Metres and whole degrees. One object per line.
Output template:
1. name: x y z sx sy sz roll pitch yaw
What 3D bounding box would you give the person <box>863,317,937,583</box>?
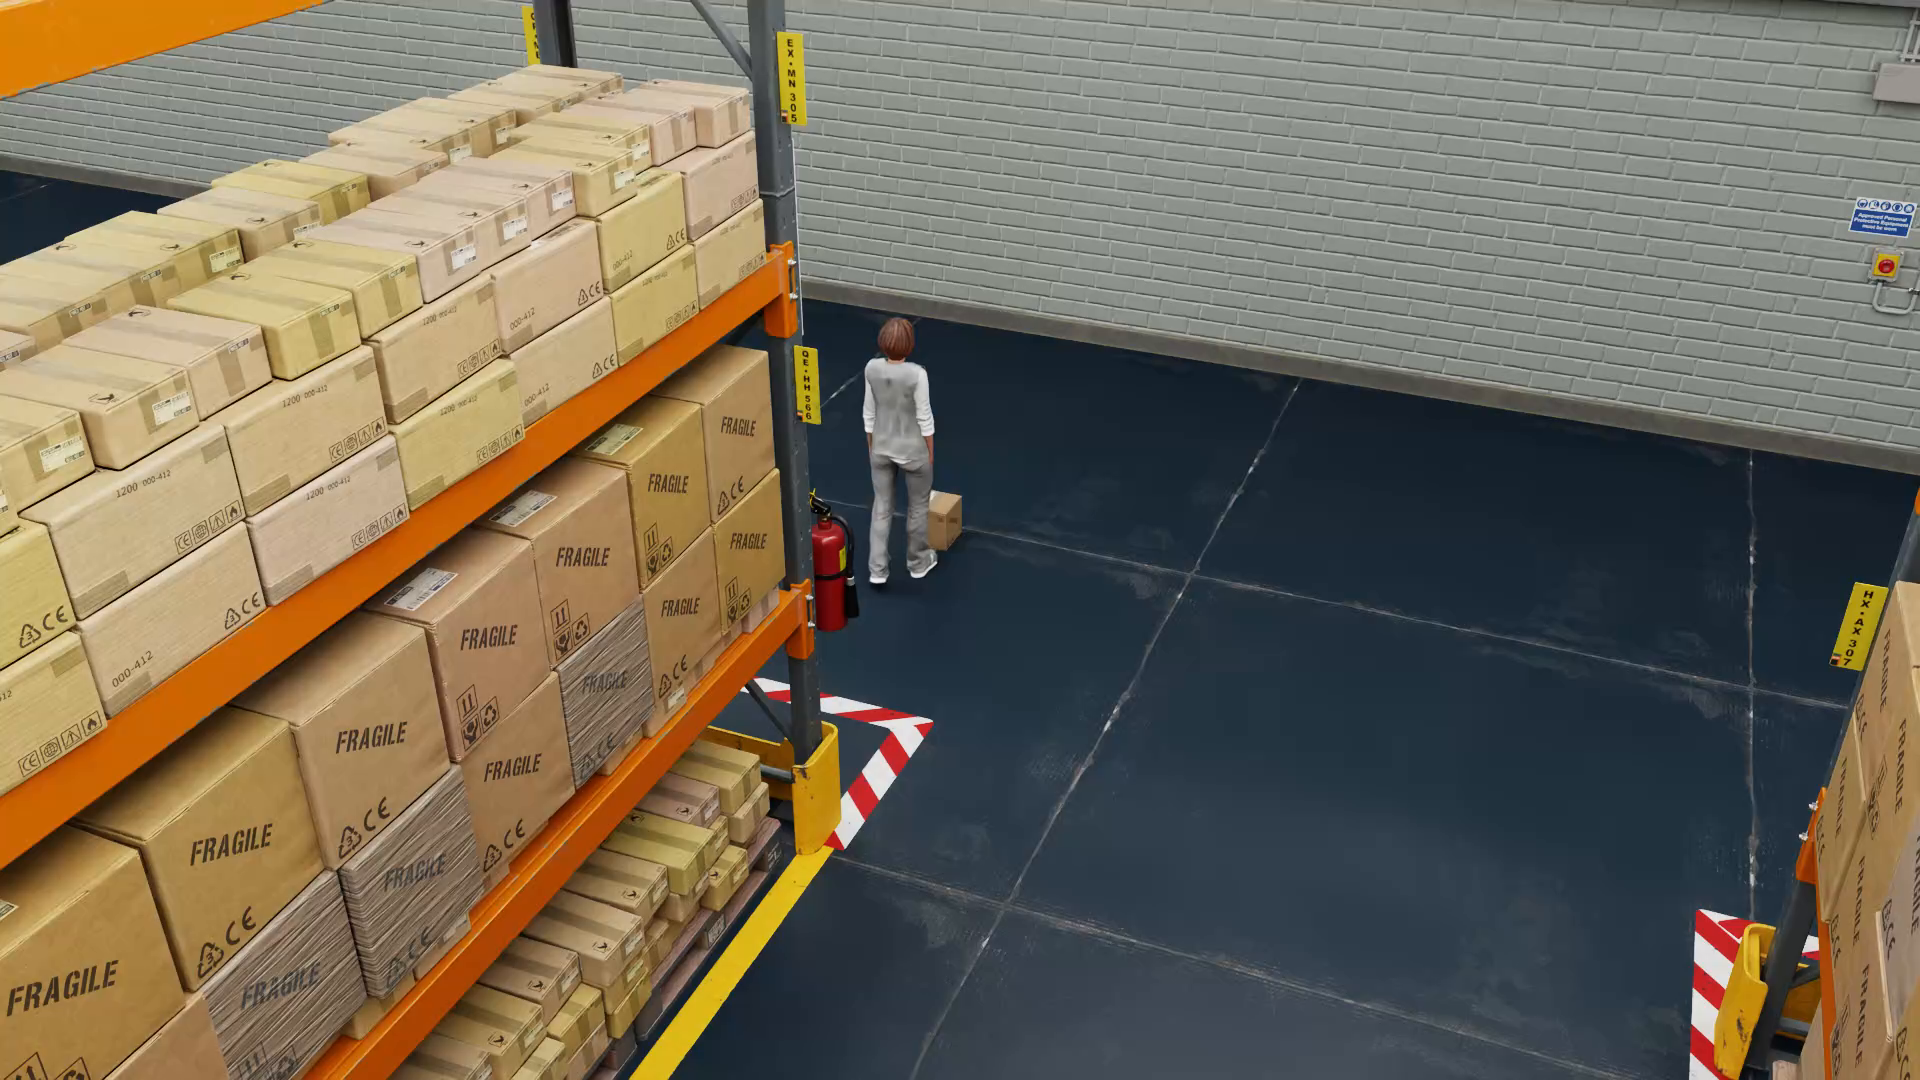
1. person: -0.326 -0.486 9.253 0.416 1.624 0.465 12 32 20
